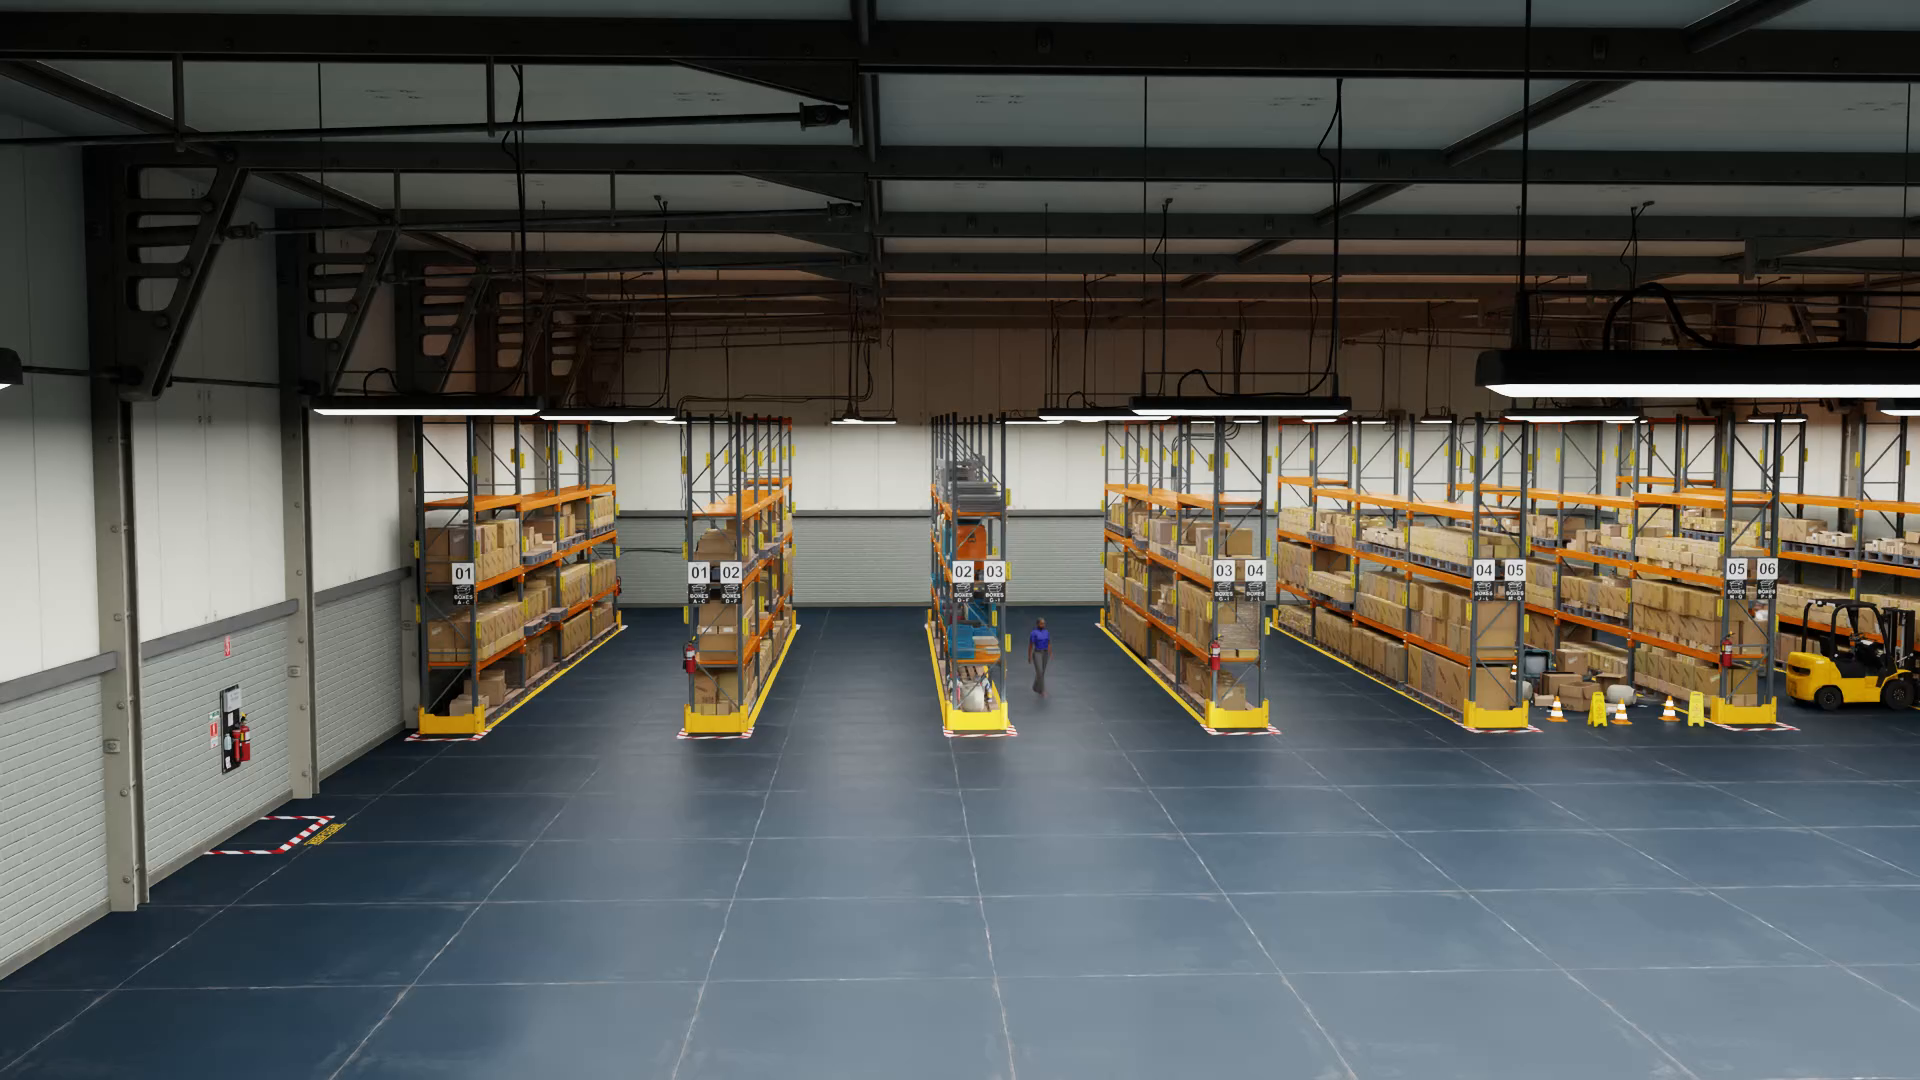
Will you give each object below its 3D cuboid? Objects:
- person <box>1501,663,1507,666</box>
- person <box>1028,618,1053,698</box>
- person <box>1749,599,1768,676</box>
[{"bbox_3d":[12.521,2.218,38.549,0.512,1.806,0.542,-1,4,-12],"label":"person"},{"bbox_3d":[1.760,2.490,35.452,0.481,1.638,0.748,-3,5,-39],"label":"person"},{"bbox_3d":[18.391,2.275,38.115,0.550,1.814,0.535,-1,4,-19],"label":"person"}]
